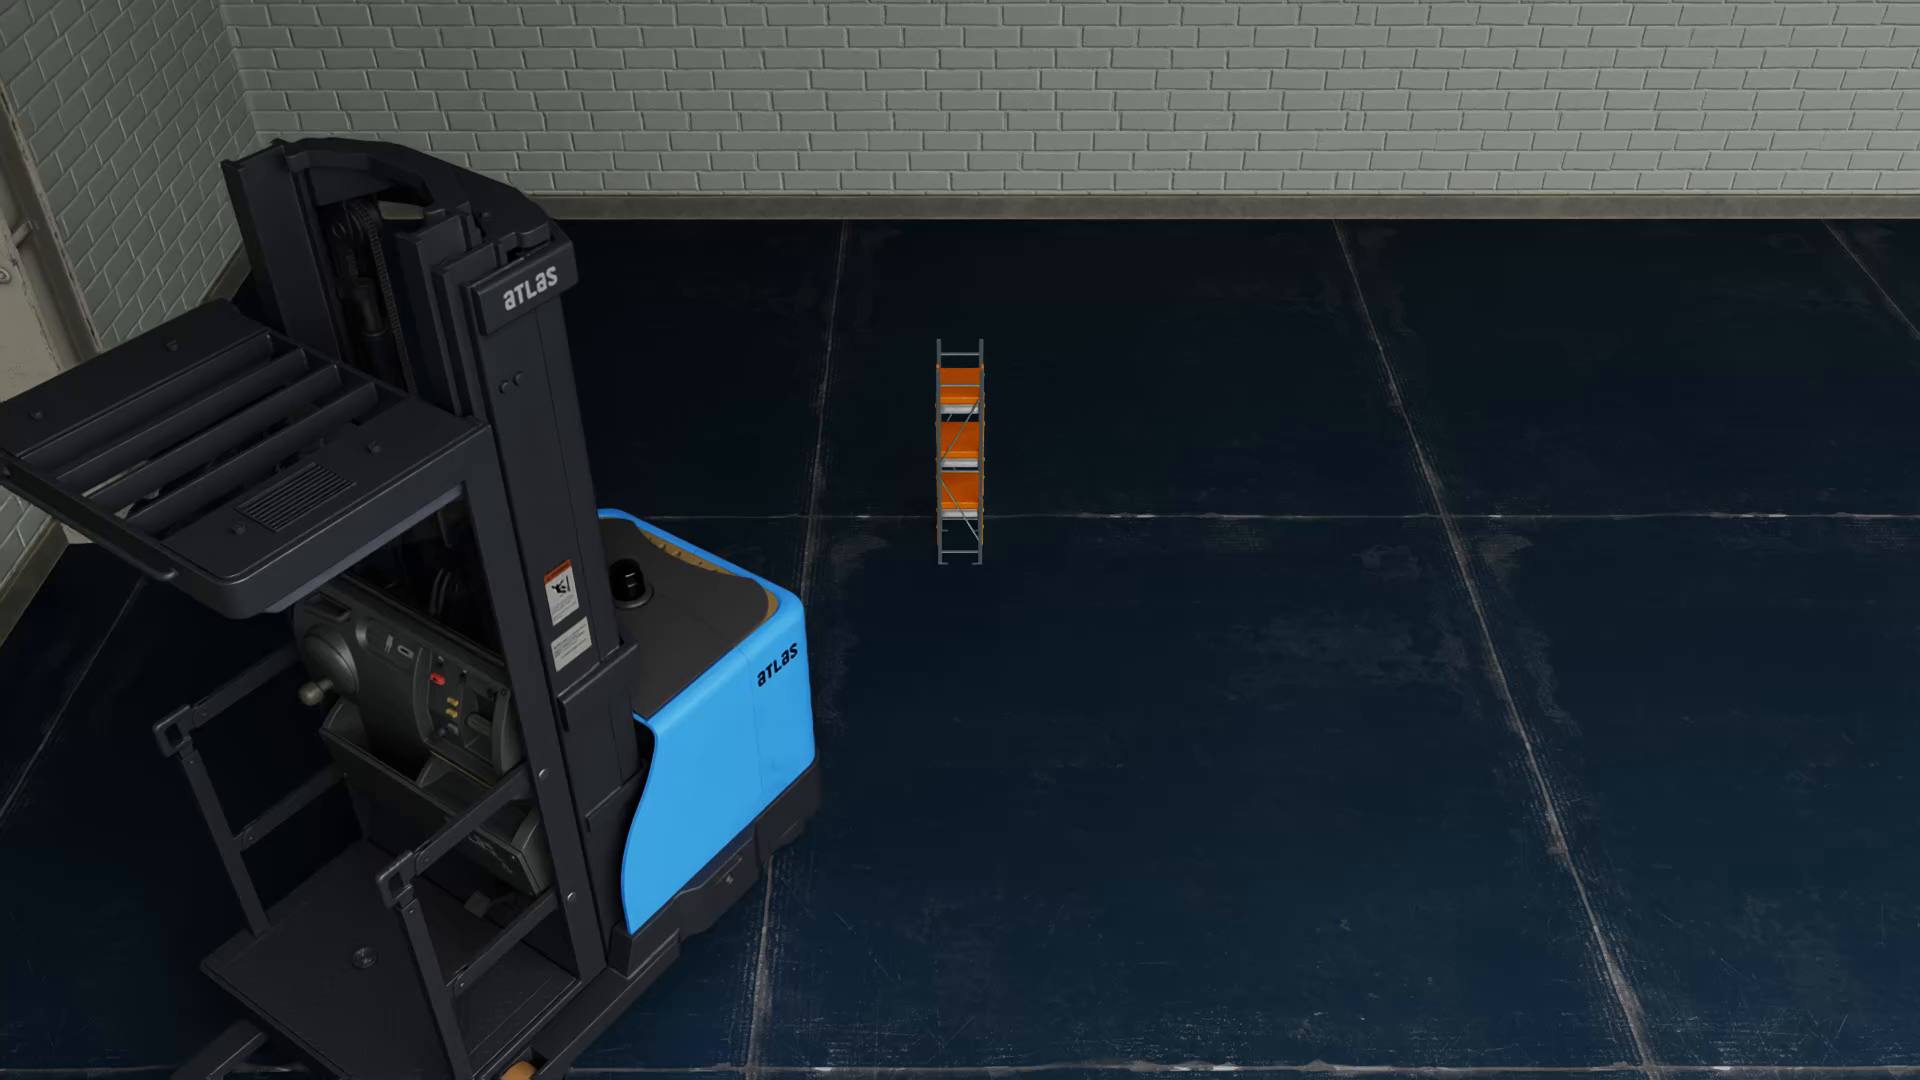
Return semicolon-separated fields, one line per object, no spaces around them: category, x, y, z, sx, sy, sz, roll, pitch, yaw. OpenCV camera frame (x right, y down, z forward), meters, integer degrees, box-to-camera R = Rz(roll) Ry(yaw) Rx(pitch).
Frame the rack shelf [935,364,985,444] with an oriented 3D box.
rack shelf;0.000;-0.589;7.209;0.215;0.259;0.240;0;39;0

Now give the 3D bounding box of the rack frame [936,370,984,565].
rack frame;0.000;-0.300;7.285;0.200;1.050;0.008;0;39;0

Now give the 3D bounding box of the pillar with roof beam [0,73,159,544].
pillar with roof beam;0.281;-3.622;5.074;9.100;9.000;0.400;0;39;0

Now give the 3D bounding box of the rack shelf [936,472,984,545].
rack shelf;0.000;-0.151;7.560;0.215;0.259;0.240;0;39;0

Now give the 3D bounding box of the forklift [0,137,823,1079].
forklift;-1.784;0.478;4.810;1.130;2.935;3.031;24;44;27

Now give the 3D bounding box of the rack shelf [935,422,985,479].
rack shelf;0.000;-0.368;7.387;0.215;0.259;0.240;0;39;0

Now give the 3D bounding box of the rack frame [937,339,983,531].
rack frame;0.000;-0.453;7.475;0.200;1.050;0.008;0;39;0

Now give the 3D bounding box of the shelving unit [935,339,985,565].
shelving unit;0.000;-0.376;7.380;0.215;1.050;0.252;0;39;0
